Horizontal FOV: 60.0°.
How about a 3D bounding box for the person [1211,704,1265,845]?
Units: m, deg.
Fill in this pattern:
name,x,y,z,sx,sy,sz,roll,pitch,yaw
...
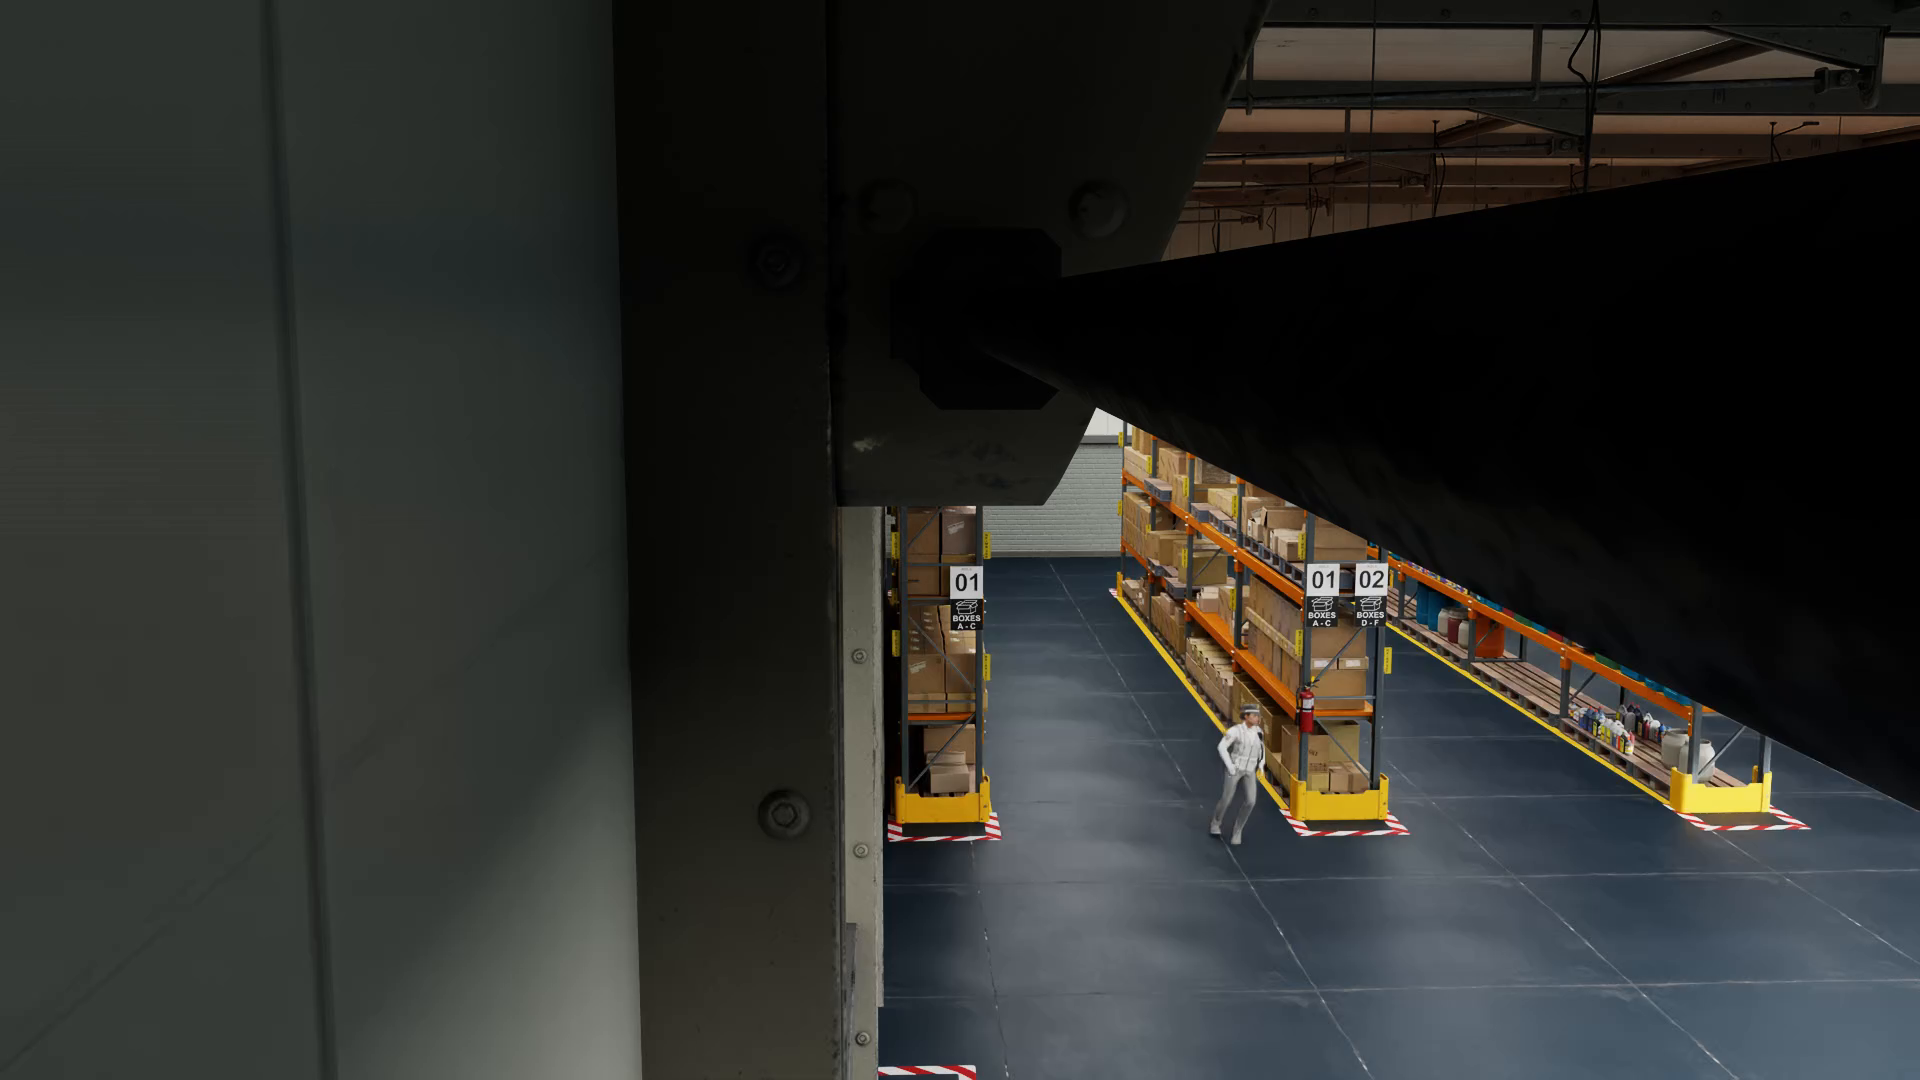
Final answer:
name,x,y,z,sx,sy,sz,roll,pitch,yaw
person,3.362,2.763,19.855,0.673,1.628,0.624,-1,8,-5
